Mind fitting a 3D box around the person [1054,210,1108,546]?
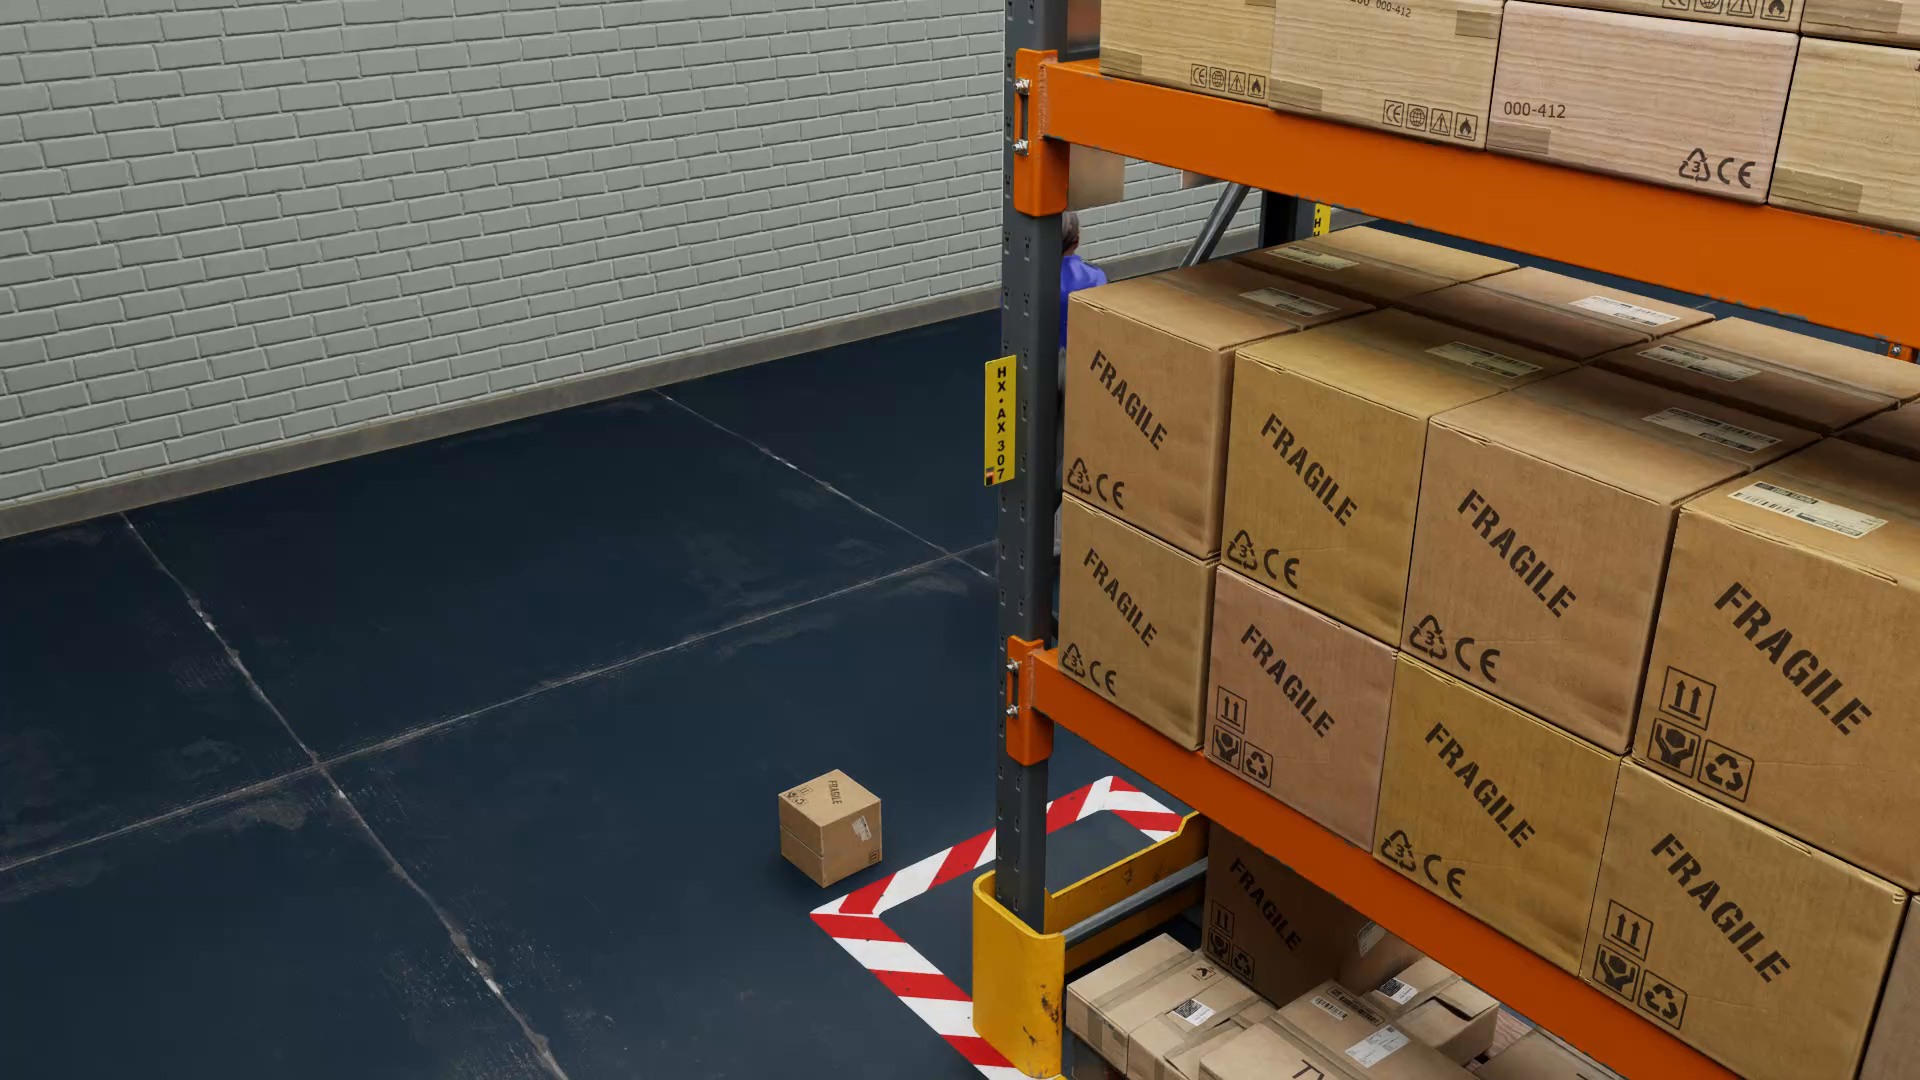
[{"bbox_3d":[0.495,-0.775,7.785,0.472,1.603,0.977,8,26,16],"label":"person"}]
